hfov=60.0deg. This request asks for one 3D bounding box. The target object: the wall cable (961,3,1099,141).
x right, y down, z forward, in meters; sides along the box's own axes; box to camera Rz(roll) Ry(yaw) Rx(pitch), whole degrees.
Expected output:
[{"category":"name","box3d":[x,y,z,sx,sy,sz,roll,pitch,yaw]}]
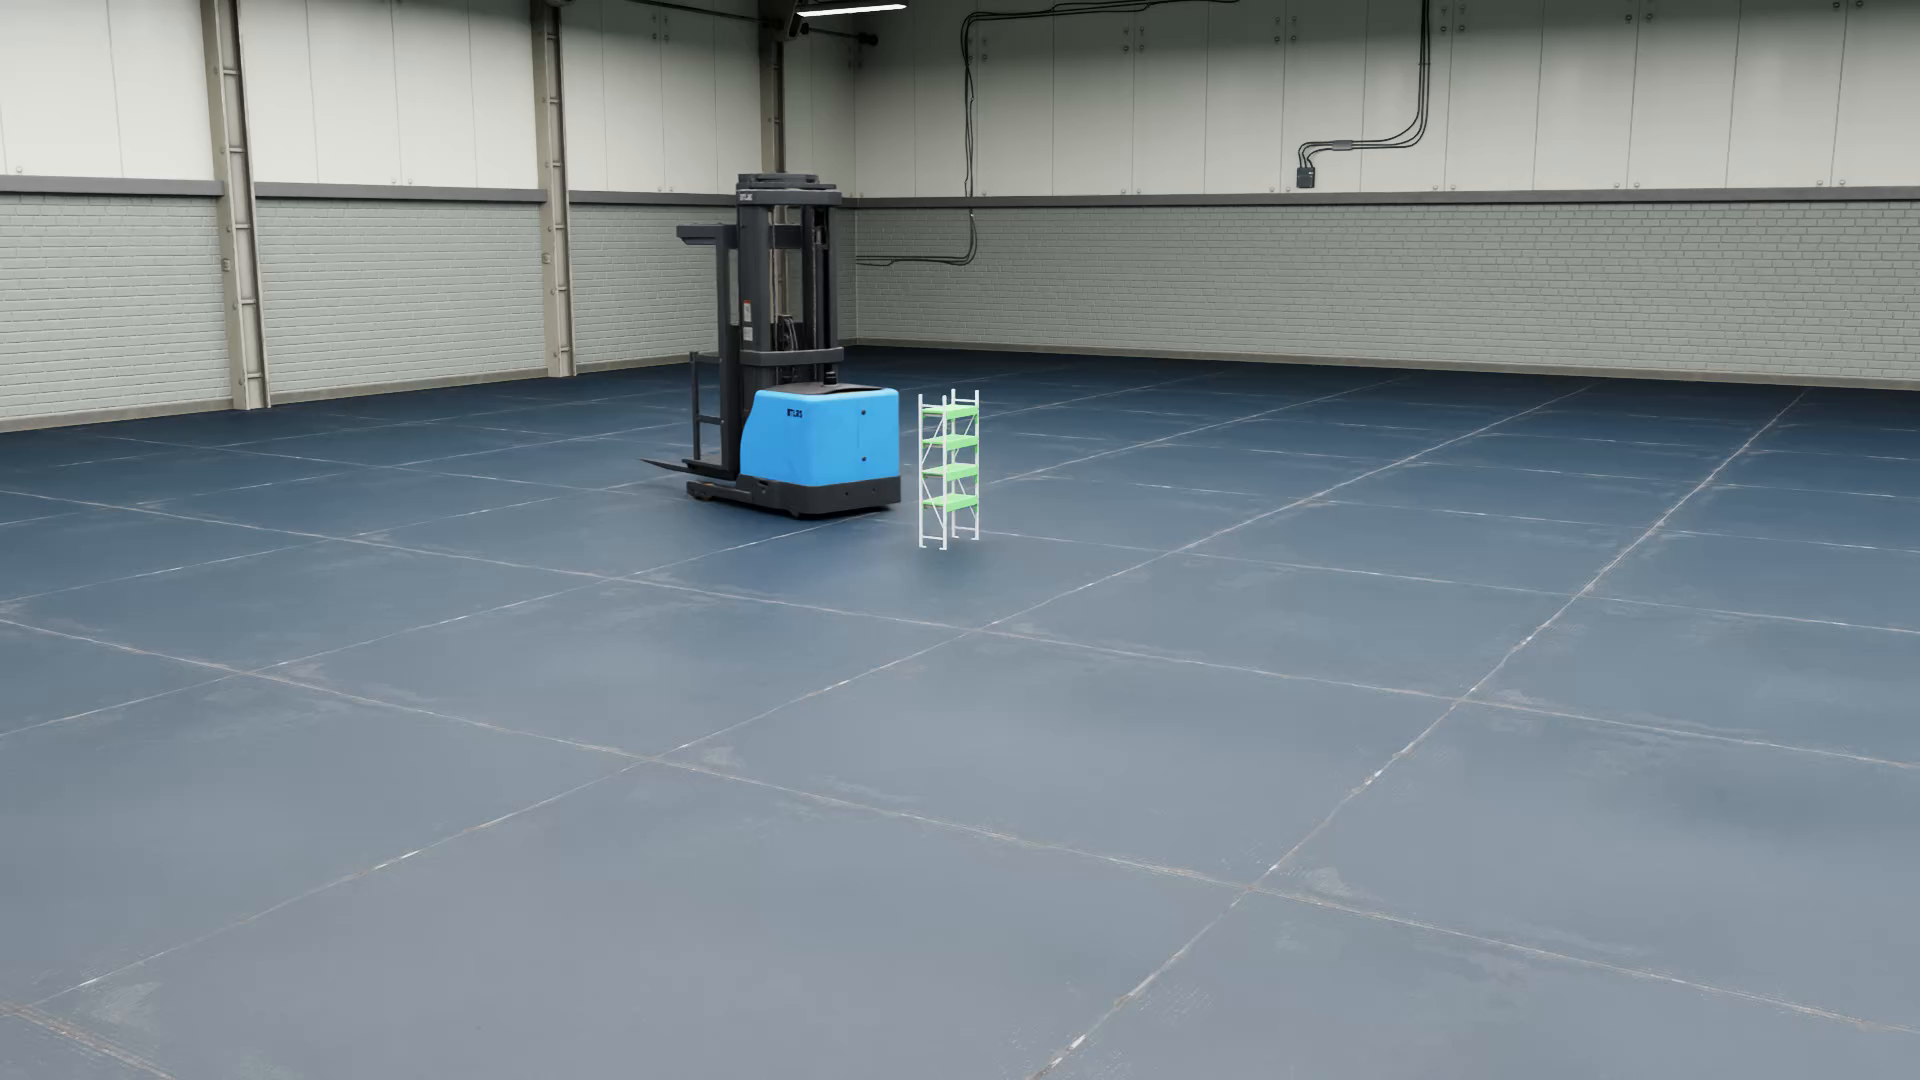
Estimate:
[{"category":"wall cable","box3d":[1.319,-9.188,32.704,3.097,2.526,0.112,6,12,31]}]

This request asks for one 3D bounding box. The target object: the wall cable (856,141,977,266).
[{"category":"wall cable","box3d":[-0.993,-6.964,34.549,3.097,2.526,0.112,6,12,31]}]

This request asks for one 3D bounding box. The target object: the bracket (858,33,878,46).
[{"category":"bracket","box3d":[-1.903,-10.326,34.291,0.235,0.232,0.430,6,12,31]}]

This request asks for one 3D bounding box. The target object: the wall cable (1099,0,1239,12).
[{"category":"wall cable","box3d":[3.964,-11.128,30.706,3.097,2.526,0.112,6,12,31]}]

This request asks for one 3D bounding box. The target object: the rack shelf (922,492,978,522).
[{"category":"rack shelf","box3d":[-0.086,-0.265,13.175,0.258,0.148,0.480,6,12,31]}]

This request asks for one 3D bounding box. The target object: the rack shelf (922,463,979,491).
[{"category":"rack shelf","box3d":[-0.086,-0.501,13.131,0.258,0.148,0.480,6,12,31]}]

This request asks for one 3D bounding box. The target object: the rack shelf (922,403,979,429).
[{"category":"rack shelf","box3d":[-0.086,-0.973,13.043,0.258,0.148,0.480,6,12,31]}]

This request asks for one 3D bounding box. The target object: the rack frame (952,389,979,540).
[{"category":"rack frame","box3d":[0.041,-0.602,13.324,0.240,1.200,0.015,6,12,31]}]

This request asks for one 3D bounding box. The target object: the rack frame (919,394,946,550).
[{"category":"rack frame","box3d":[-0.213,-0.525,12.914,0.240,1.200,0.015,6,12,31]}]

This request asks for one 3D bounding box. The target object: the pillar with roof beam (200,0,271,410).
[{"category":"pillar with roof beam","box3d":[-6.203,-5.854,20.186,9.100,9.000,0.400,6,12,31]}]

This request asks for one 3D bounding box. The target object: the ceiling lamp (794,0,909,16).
[{"category":"ceiling lamp","box3d":[-1.599,-9.961,26.257,2.000,3.185,0.800,6,12,31]}]

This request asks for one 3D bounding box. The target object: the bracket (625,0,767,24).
[{"category":"bracket","box3d":[-4.902,-9.418,29.438,0.076,0.066,4.783,6,12,31]}]

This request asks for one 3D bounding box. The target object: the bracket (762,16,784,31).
[{"category":"bracket","box3d":[-3.564,-9.823,31.603,0.235,0.232,0.430,6,12,31]}]

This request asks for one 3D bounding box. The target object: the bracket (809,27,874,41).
[{"category":"bracket","box3d":[-2.210,-10.233,33.795,0.076,0.066,3.189,6,12,31]}]

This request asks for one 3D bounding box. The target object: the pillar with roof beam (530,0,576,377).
[{"category":"pillar with roof beam","box3d":[-3.088,-6.798,25.226,9.100,9.000,0.548,6,12,31]}]

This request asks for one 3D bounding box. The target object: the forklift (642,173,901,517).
[{"category":"forklift","box3d":[-1.883,-1.852,15.295,1.130,2.935,3.031,-9,14,-41]}]

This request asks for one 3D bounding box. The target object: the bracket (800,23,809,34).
[{"category":"bracket","box3d":[-3.134,-9.954,32.300,0.235,0.232,0.430,6,12,31]}]

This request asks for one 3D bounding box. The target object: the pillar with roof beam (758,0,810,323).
[{"category":"pillar with roof beam","box3d":[0.027,-7.742,30.267,9.100,9.000,0.548,6,12,31]}]

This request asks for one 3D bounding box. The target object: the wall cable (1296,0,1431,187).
[{"category":"wall cable","box3d":[7.113,-9.252,29.093,2.305,6.003,0.169,6,12,31]}]

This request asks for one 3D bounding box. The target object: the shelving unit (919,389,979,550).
[{"category":"shelving unit","box3d":[-0.086,-0.564,13.119,0.258,1.200,0.503,6,12,31]}]

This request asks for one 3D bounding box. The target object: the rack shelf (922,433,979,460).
[{"category":"rack shelf","box3d":[-0.086,-0.737,13.087,0.258,0.148,0.480,6,12,31]}]
